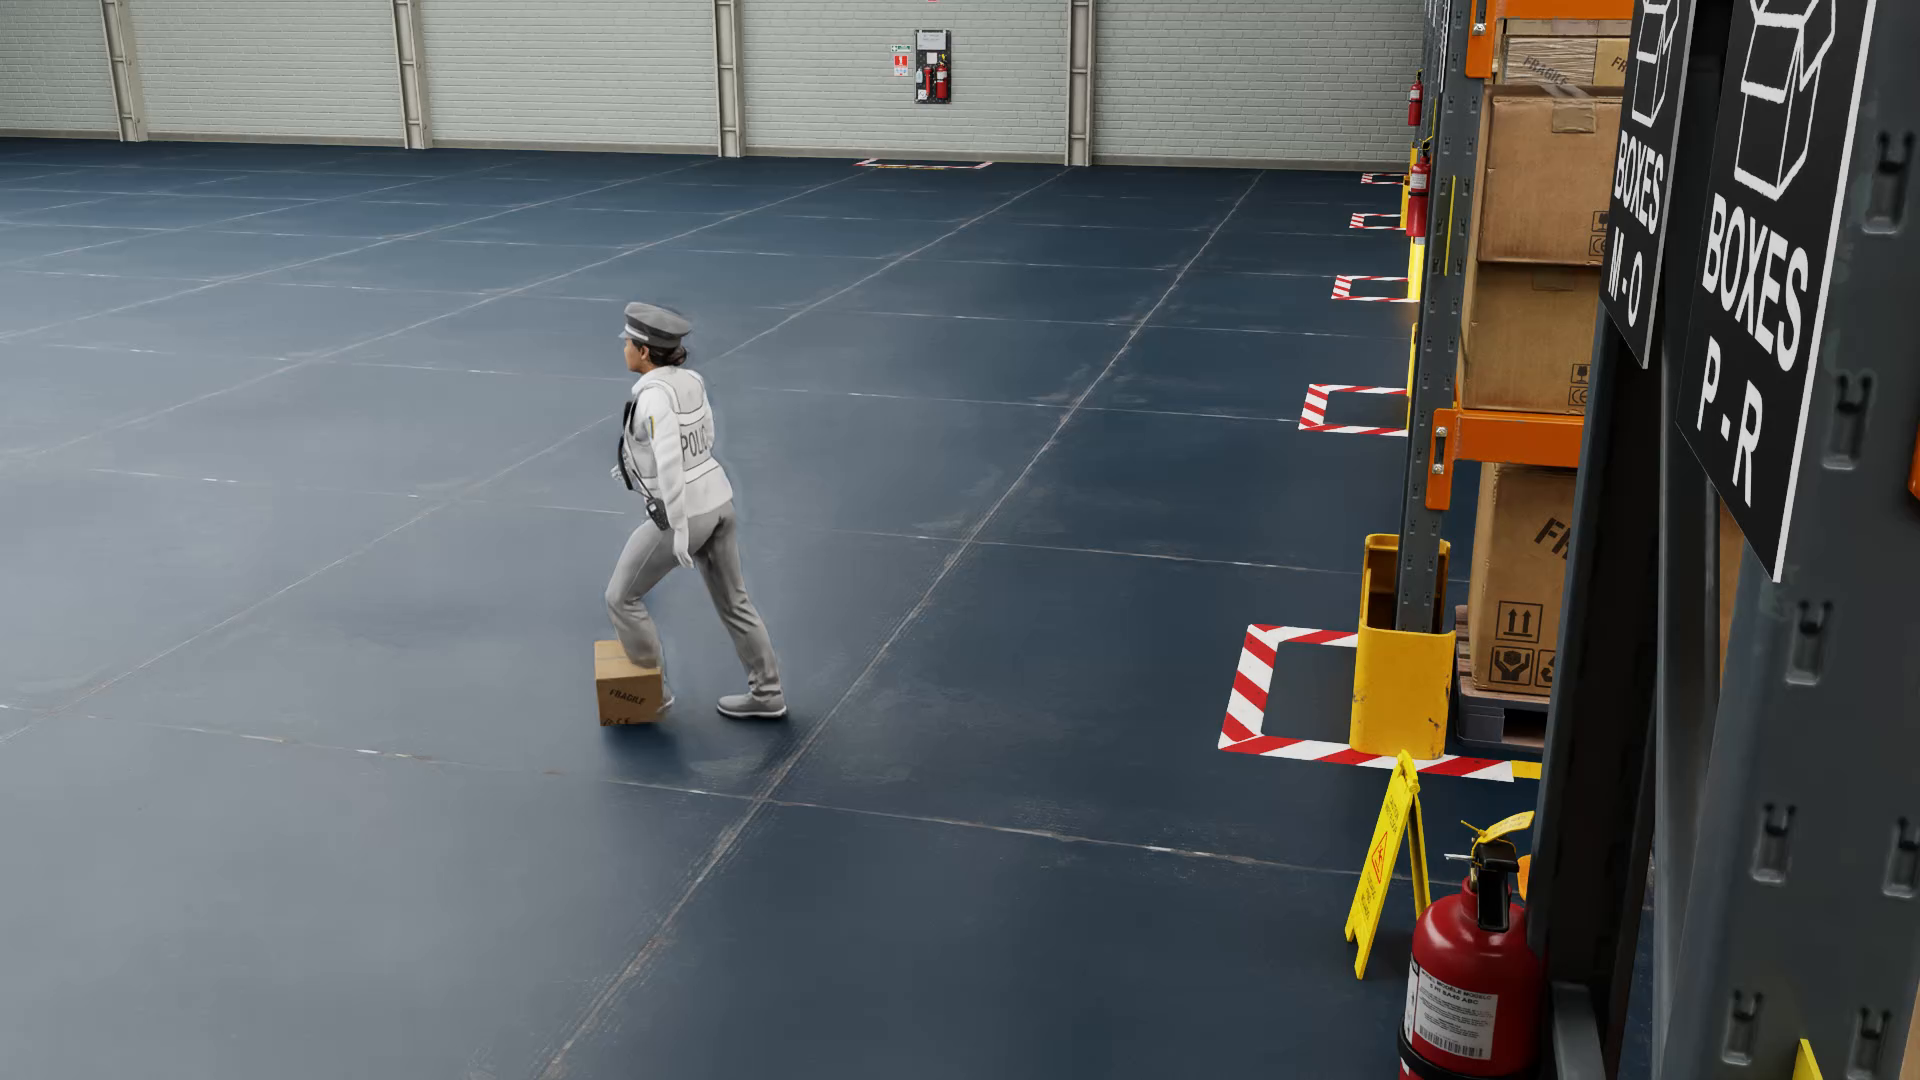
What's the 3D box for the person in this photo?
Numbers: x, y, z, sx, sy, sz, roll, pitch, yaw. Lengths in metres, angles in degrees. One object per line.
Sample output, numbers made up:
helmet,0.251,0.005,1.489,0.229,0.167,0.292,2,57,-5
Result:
person,-1.071,-0.088,6.347,0.753,1.634,0.639,6,19,18
